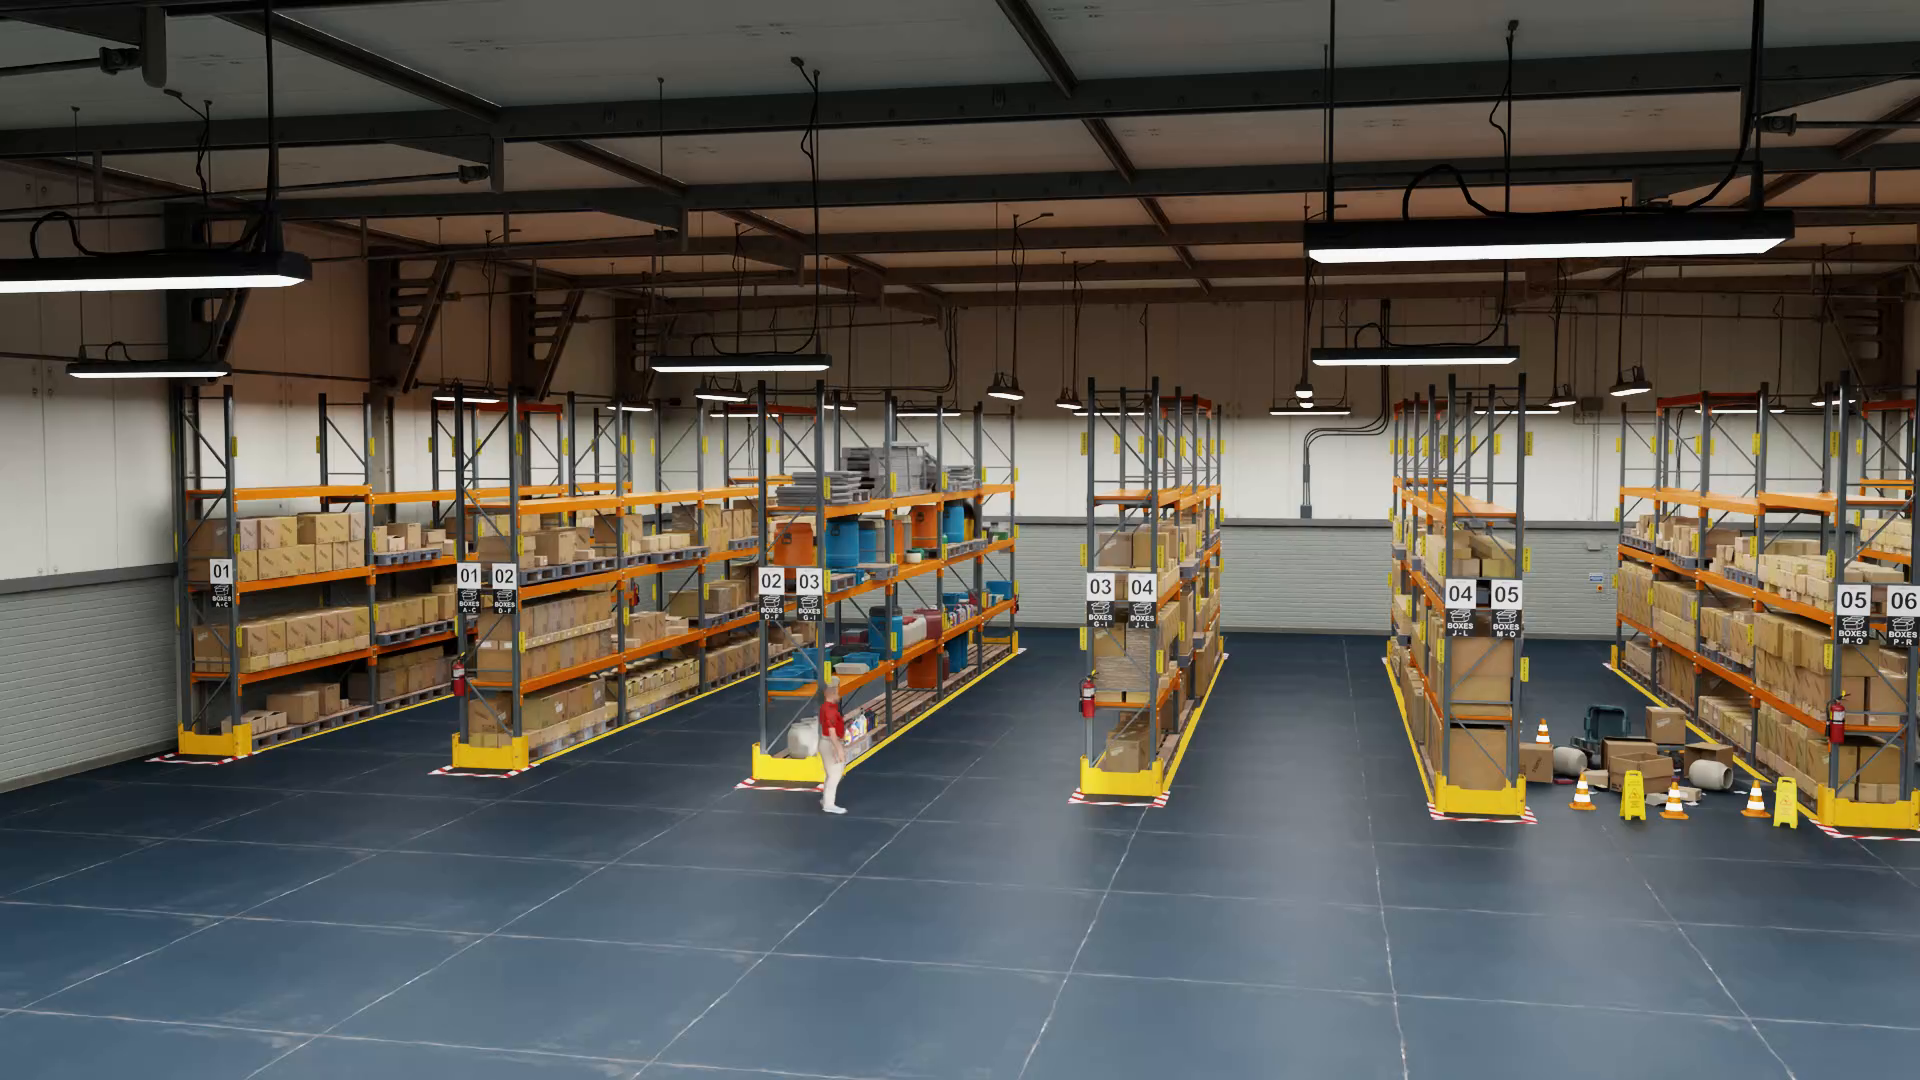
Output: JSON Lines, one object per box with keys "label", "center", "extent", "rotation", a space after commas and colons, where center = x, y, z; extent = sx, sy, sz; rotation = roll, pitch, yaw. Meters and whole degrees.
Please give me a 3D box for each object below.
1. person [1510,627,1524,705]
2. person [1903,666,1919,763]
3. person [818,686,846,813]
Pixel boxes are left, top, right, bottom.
{"label": "person", "center": [10.742, 2.375, 32.401], "extent": [0.501, 1.636, 0.548], "rotation": [-2, 4, -31]}
{"label": "person", "center": [15.132, 2.755, 26.391], "extent": [0.627, 1.580, 0.893], "rotation": [1, 3, 12]}
{"label": "person", "center": [-1.756, 2.901, 22.833], "extent": [0.378, 1.792, 0.626], "rotation": [-1, 3, -10]}
